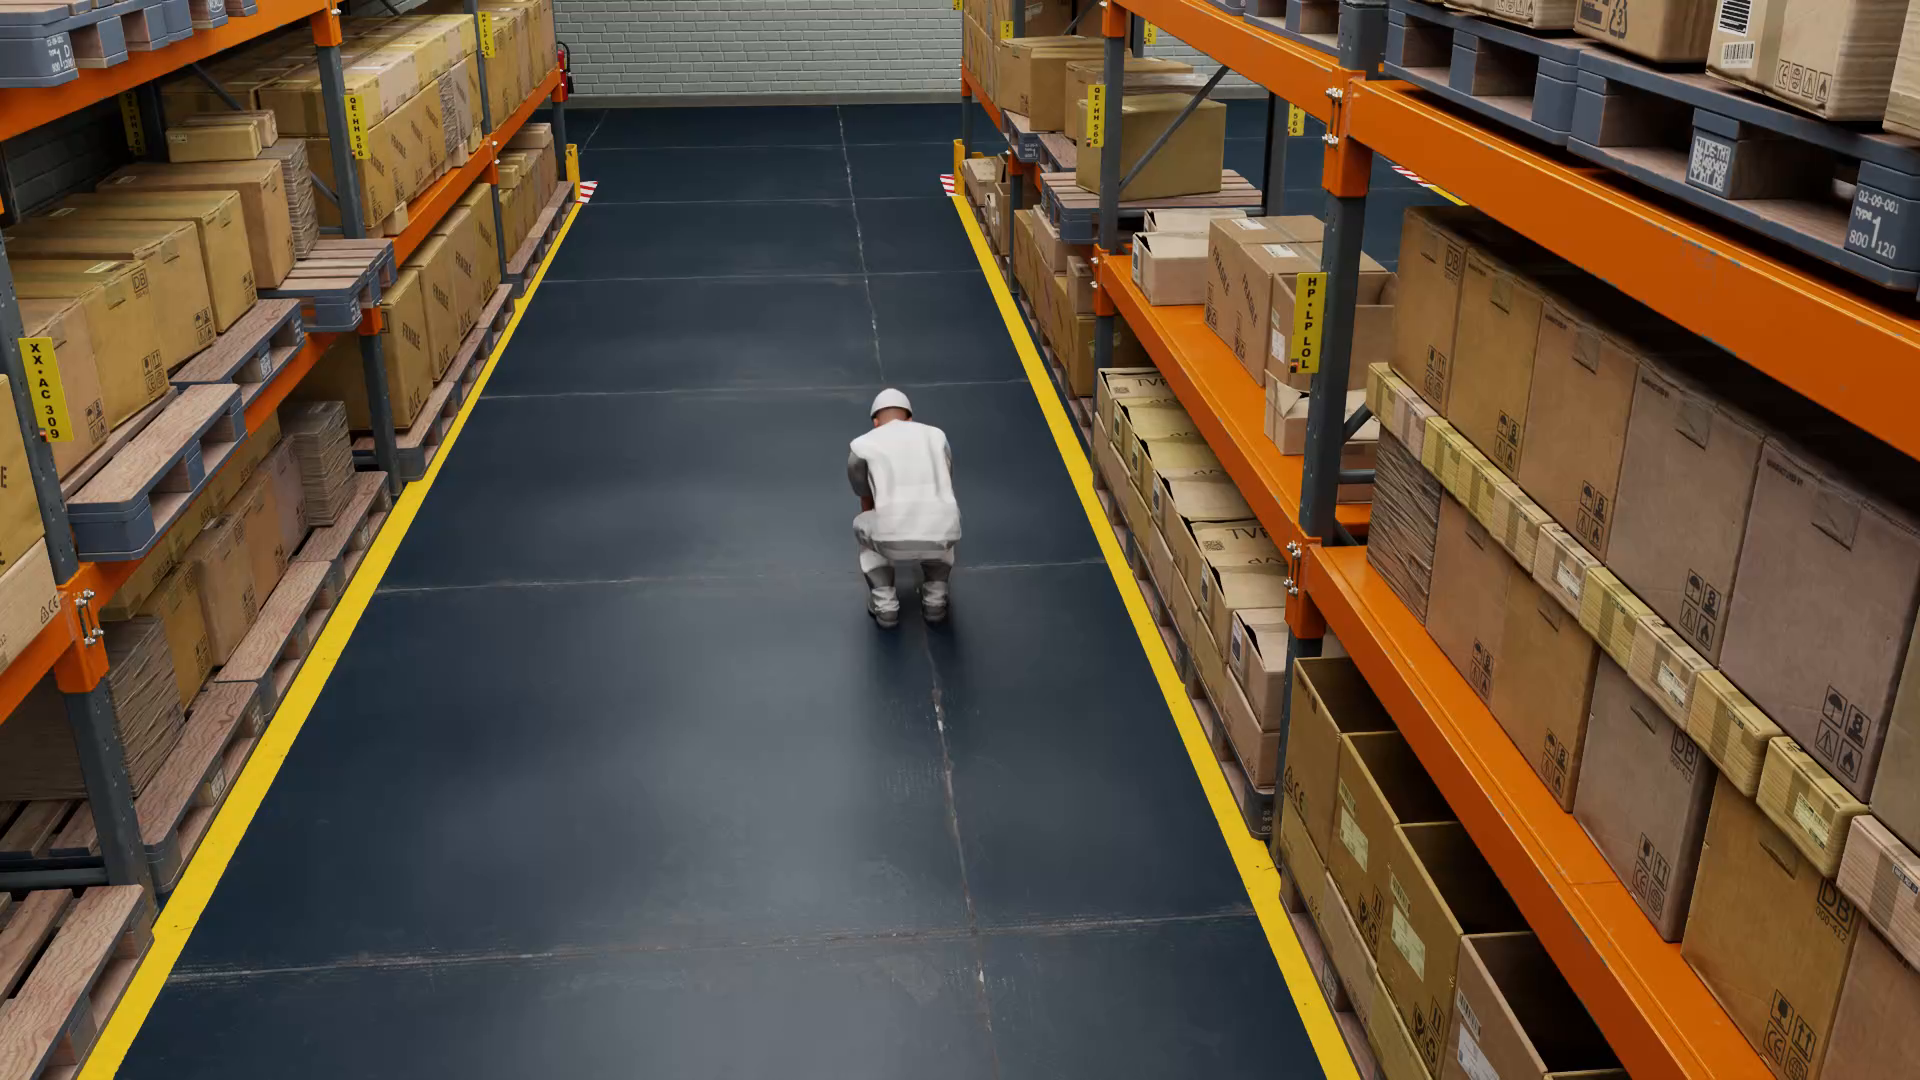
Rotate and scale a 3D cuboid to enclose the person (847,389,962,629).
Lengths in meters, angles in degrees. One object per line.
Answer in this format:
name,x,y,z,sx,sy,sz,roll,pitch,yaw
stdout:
person,-0.258,-0.145,7.905,0.531,0.997,0.892,-3,24,-6
